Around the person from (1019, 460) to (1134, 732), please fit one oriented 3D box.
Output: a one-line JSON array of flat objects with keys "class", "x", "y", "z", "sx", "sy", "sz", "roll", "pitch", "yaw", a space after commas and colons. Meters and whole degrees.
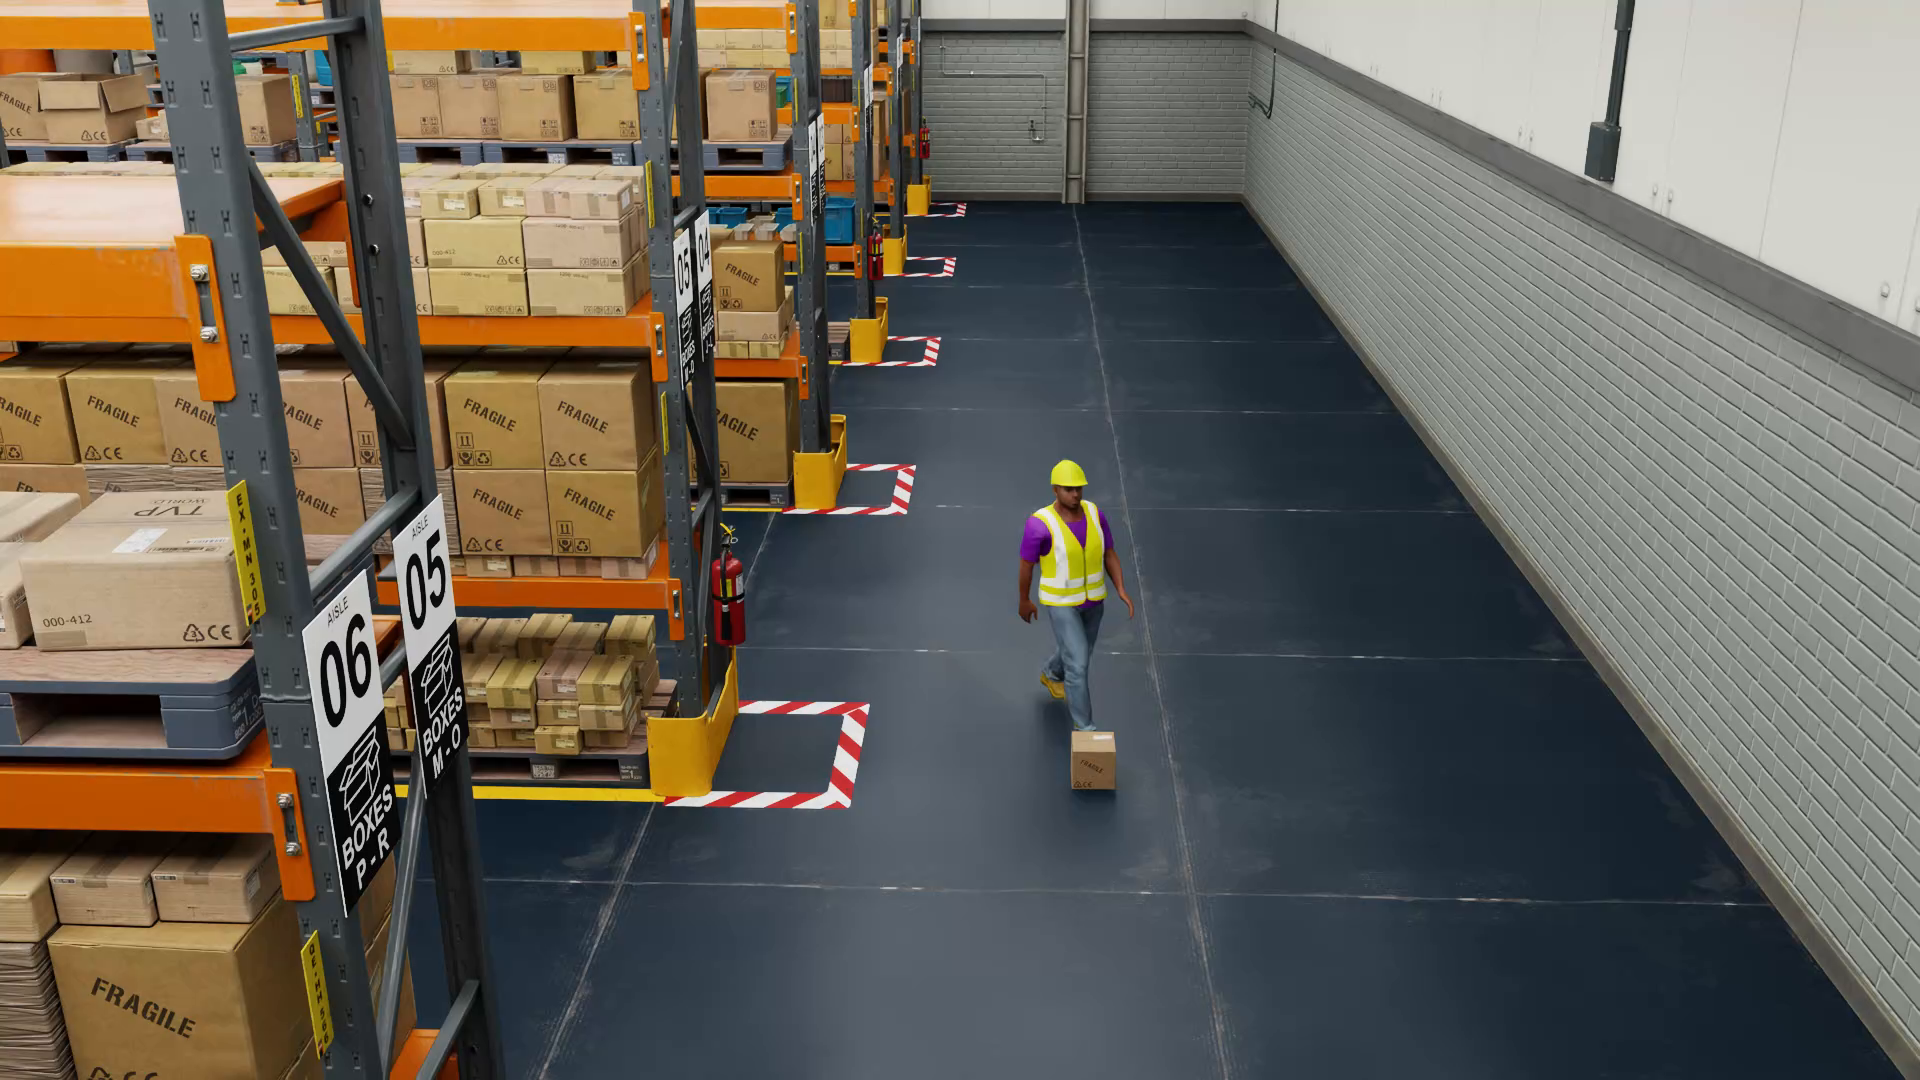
[{"class": "person", "x": 0.712, "y": 0.367, "z": 10.094, "sx": 0.581, "sy": 1.725, "sz": 1.012, "roll": -12, "pitch": 24, "yaw": -29}]
